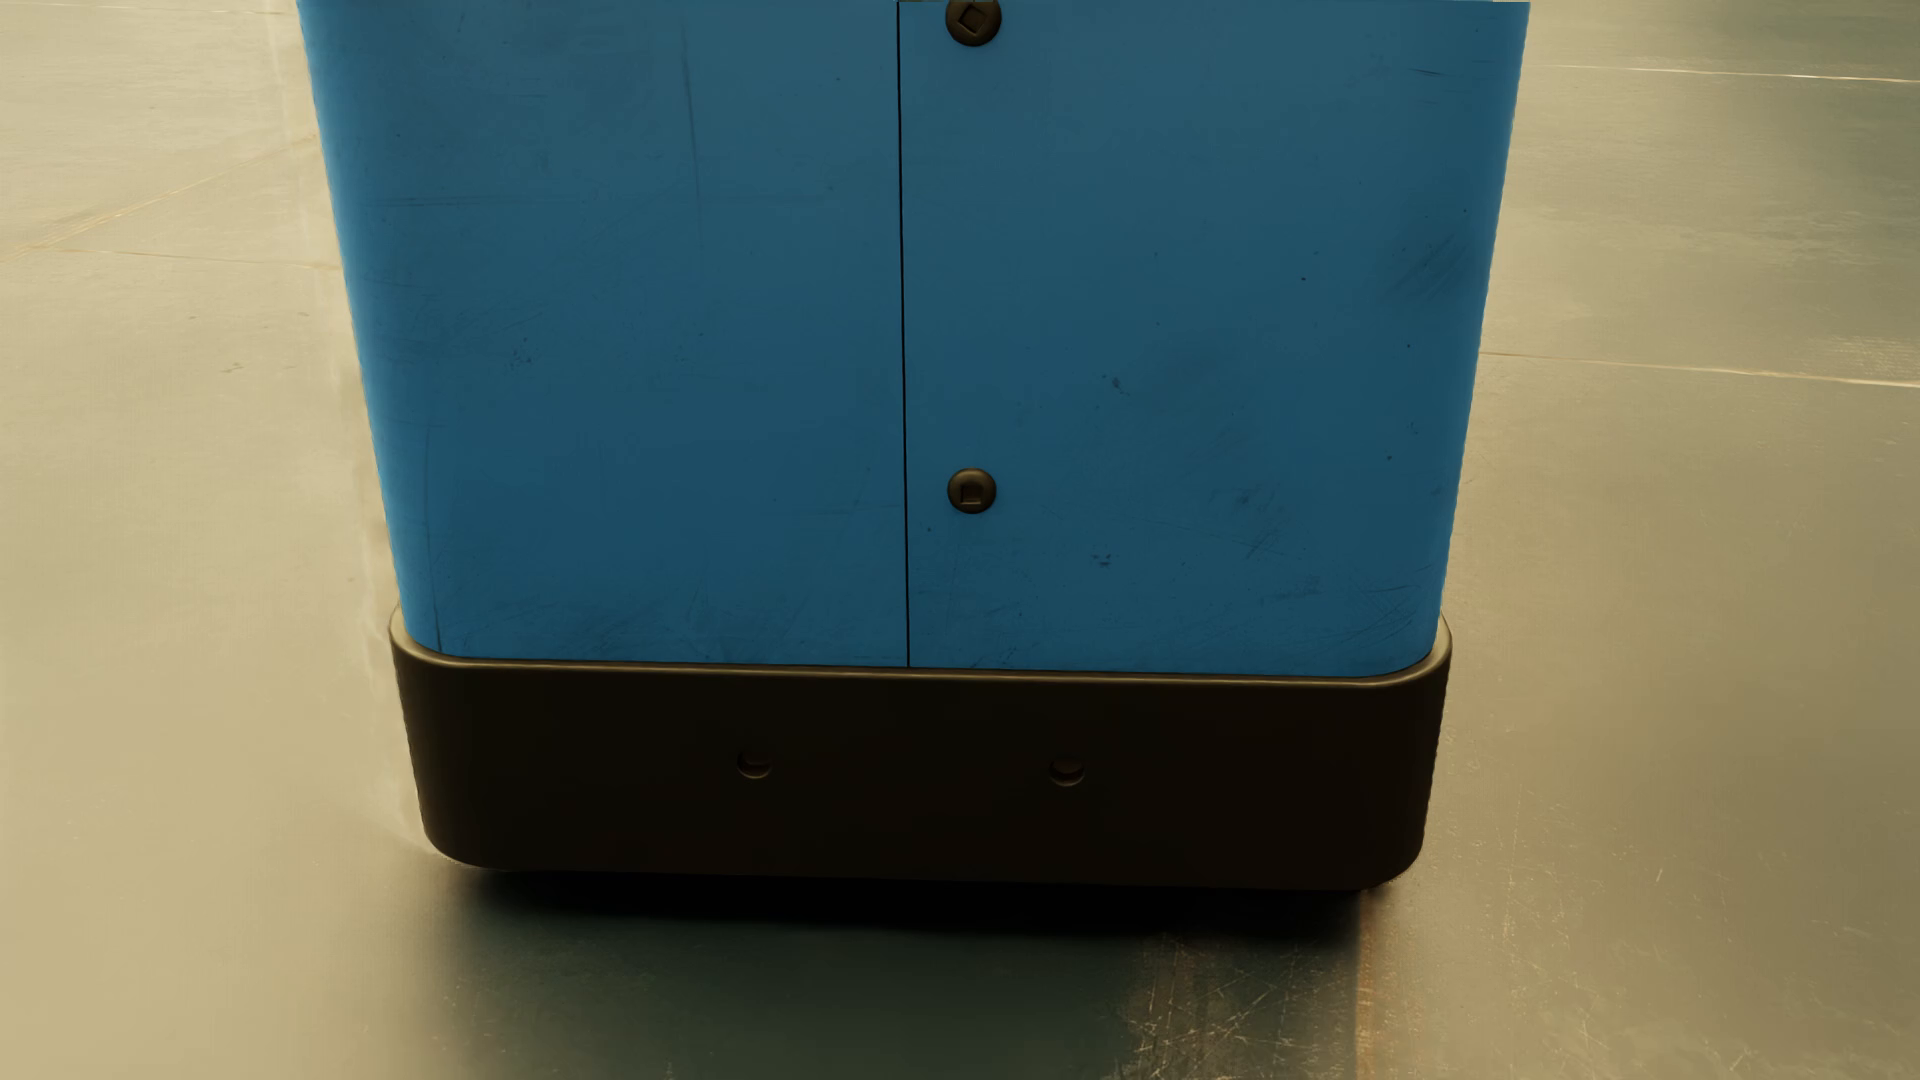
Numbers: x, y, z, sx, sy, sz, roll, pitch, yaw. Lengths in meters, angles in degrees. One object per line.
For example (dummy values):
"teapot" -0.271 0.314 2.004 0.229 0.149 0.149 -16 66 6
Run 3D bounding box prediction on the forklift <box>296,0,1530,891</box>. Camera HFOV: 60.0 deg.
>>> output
"forklift" 0.015 -1.585 2.387 1.130 2.935 3.031 1 27 2
